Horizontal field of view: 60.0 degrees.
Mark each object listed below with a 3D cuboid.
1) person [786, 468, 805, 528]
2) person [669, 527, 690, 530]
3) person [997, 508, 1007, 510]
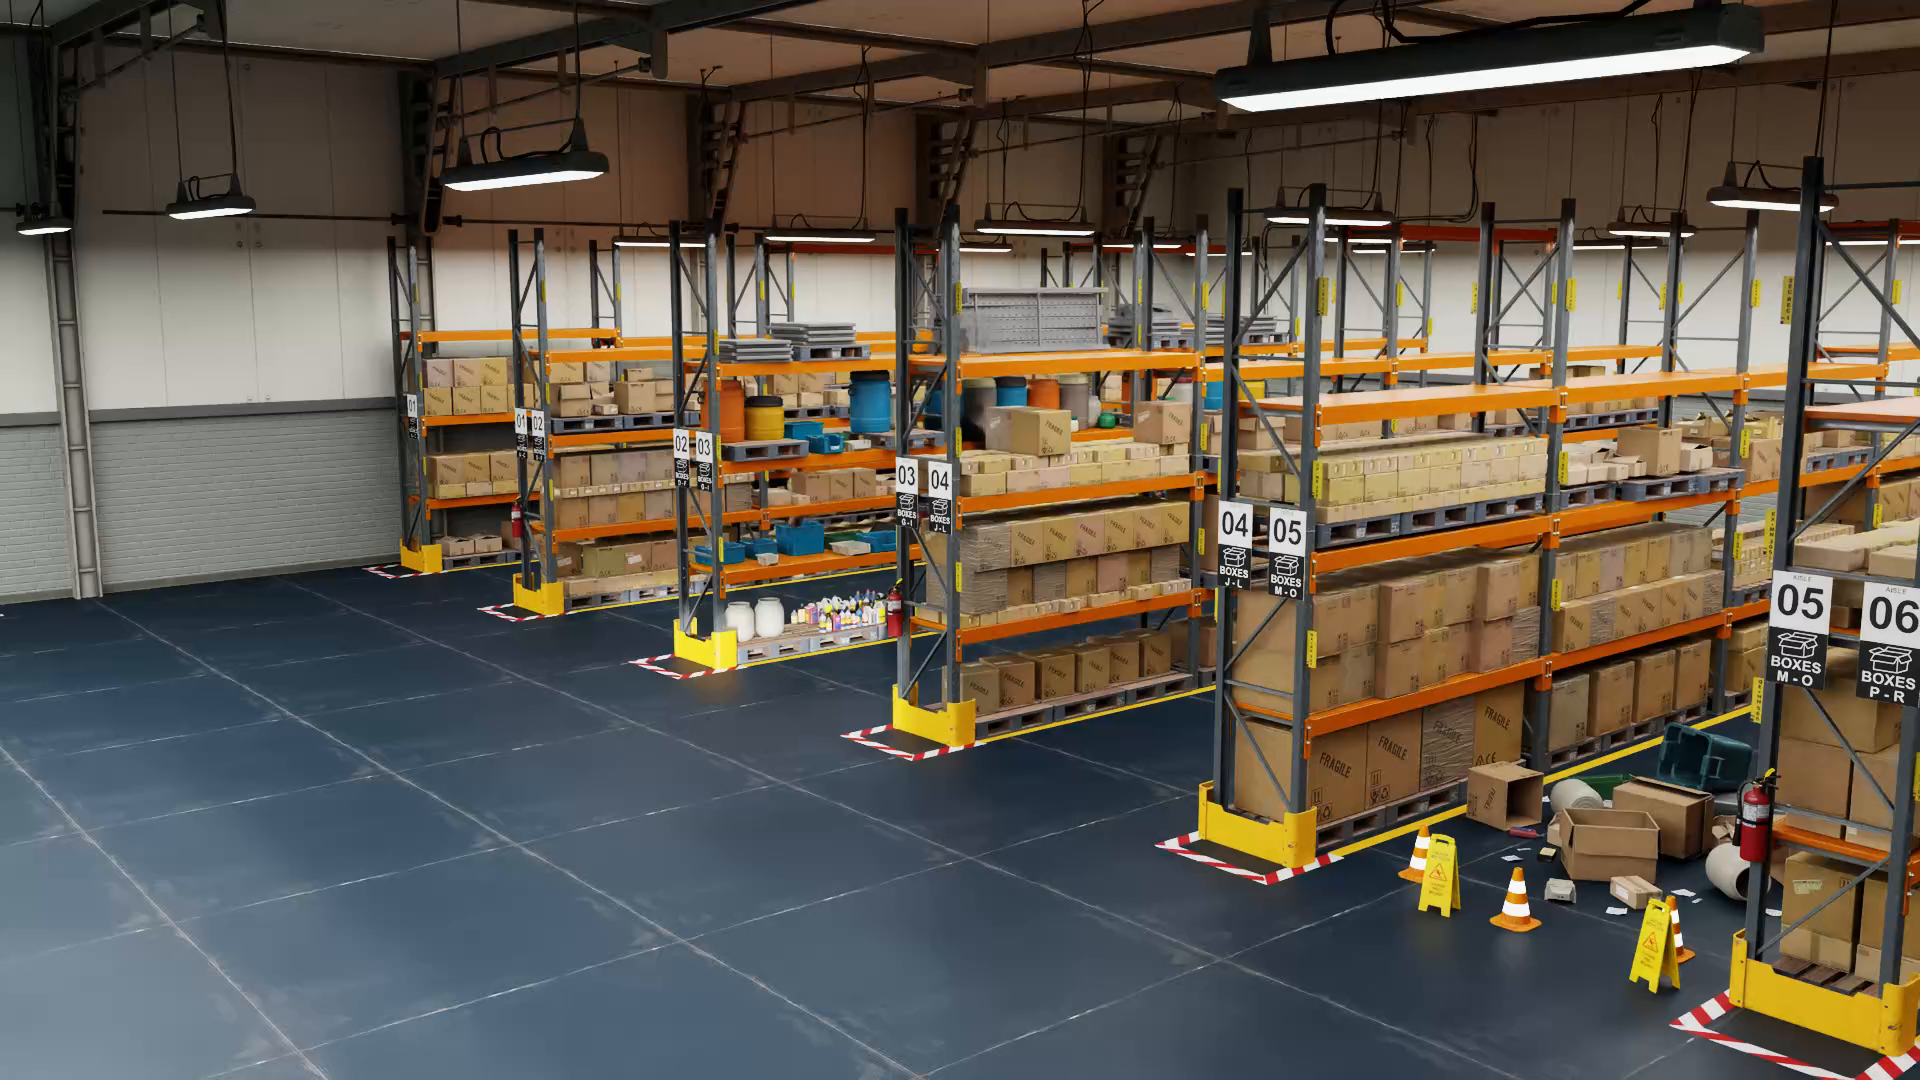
[{"bbox_3d":[-3.192,-0.640,32.544,0.546,1.670,1.125,9,12,44],"label":"person"},{"bbox_3d":[-5.094,-0.403,30.647,0.677,1.738,0.767,8,12,42],"label":"person"},{"bbox_3d":[0.449,-0.256,27.895,0.708,1.742,0.578,8,12,42],"label":"person"}]
